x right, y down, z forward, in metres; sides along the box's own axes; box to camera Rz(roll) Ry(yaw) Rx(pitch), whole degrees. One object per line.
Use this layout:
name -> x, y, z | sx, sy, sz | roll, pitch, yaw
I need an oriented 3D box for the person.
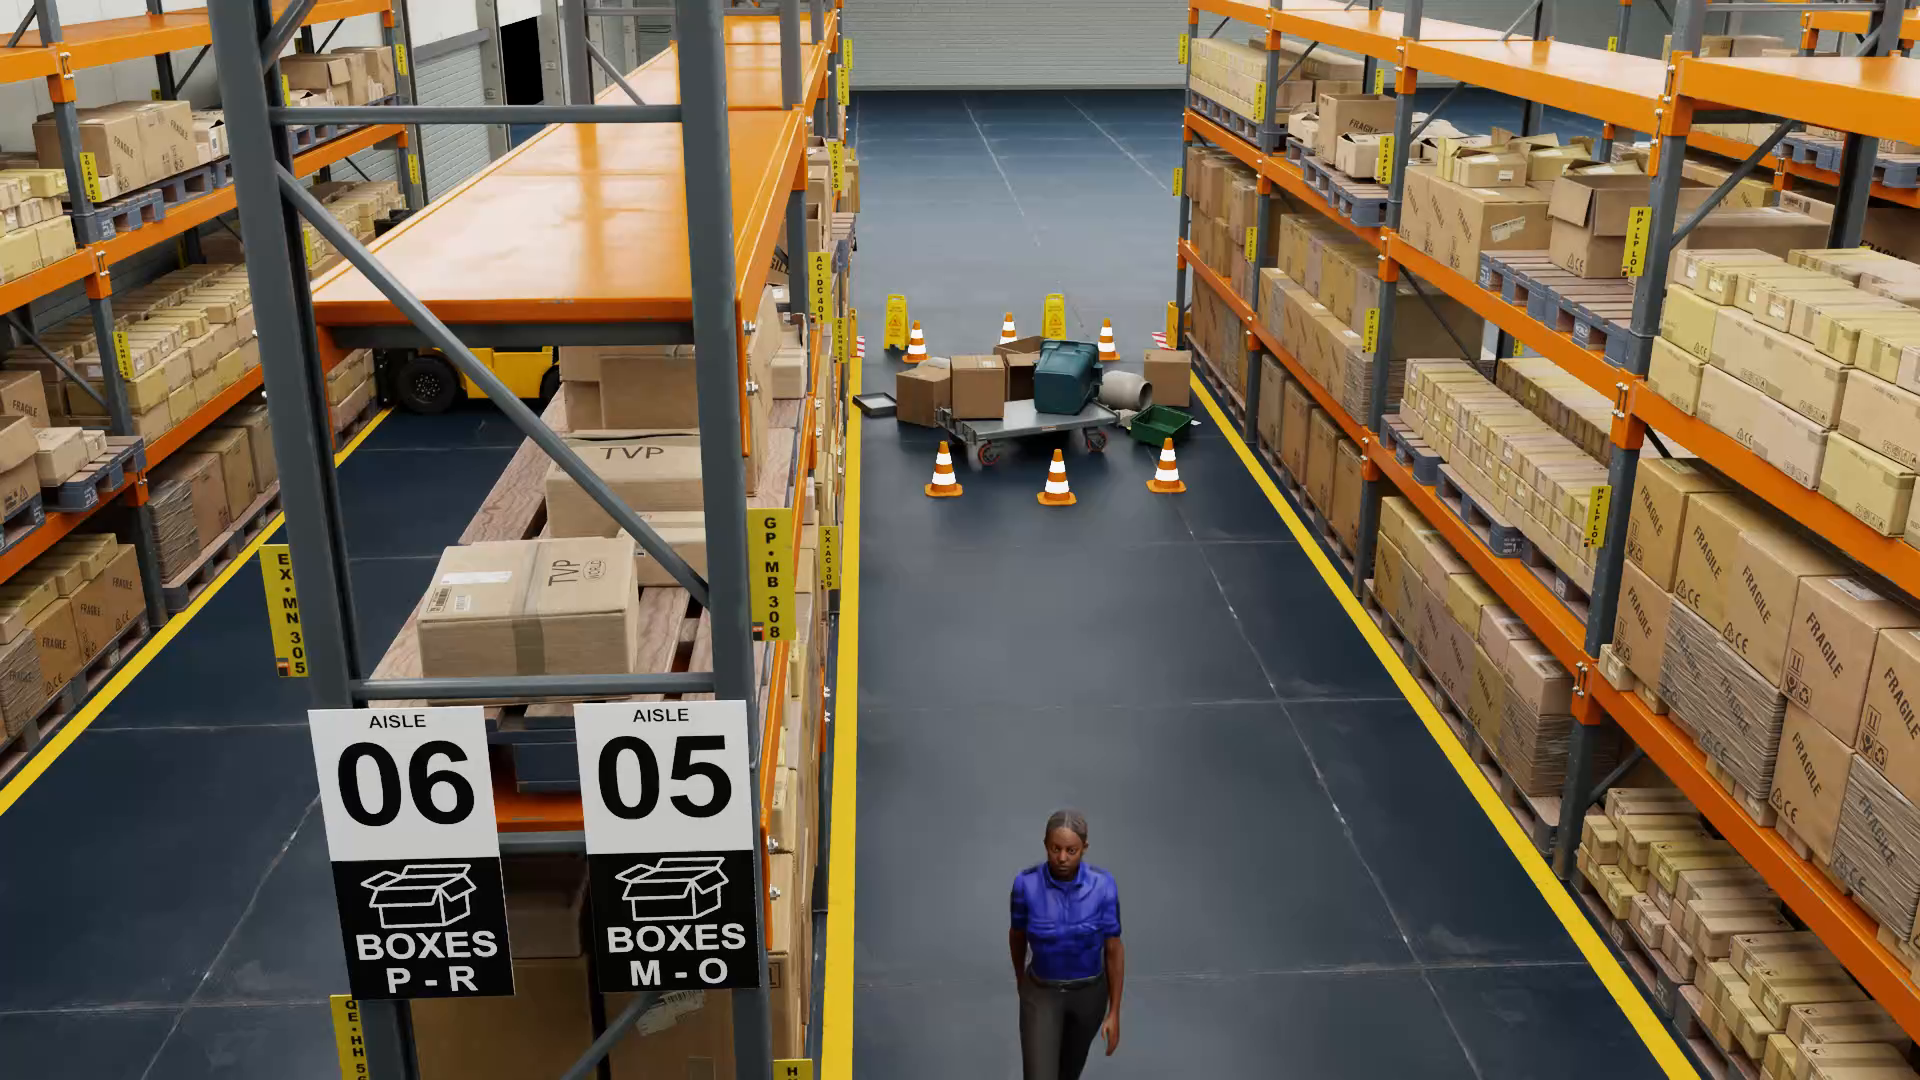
person -> 0.429, 1.852, 6.604 | 0.439, 1.610, 0.927 | -1, 21, -3
